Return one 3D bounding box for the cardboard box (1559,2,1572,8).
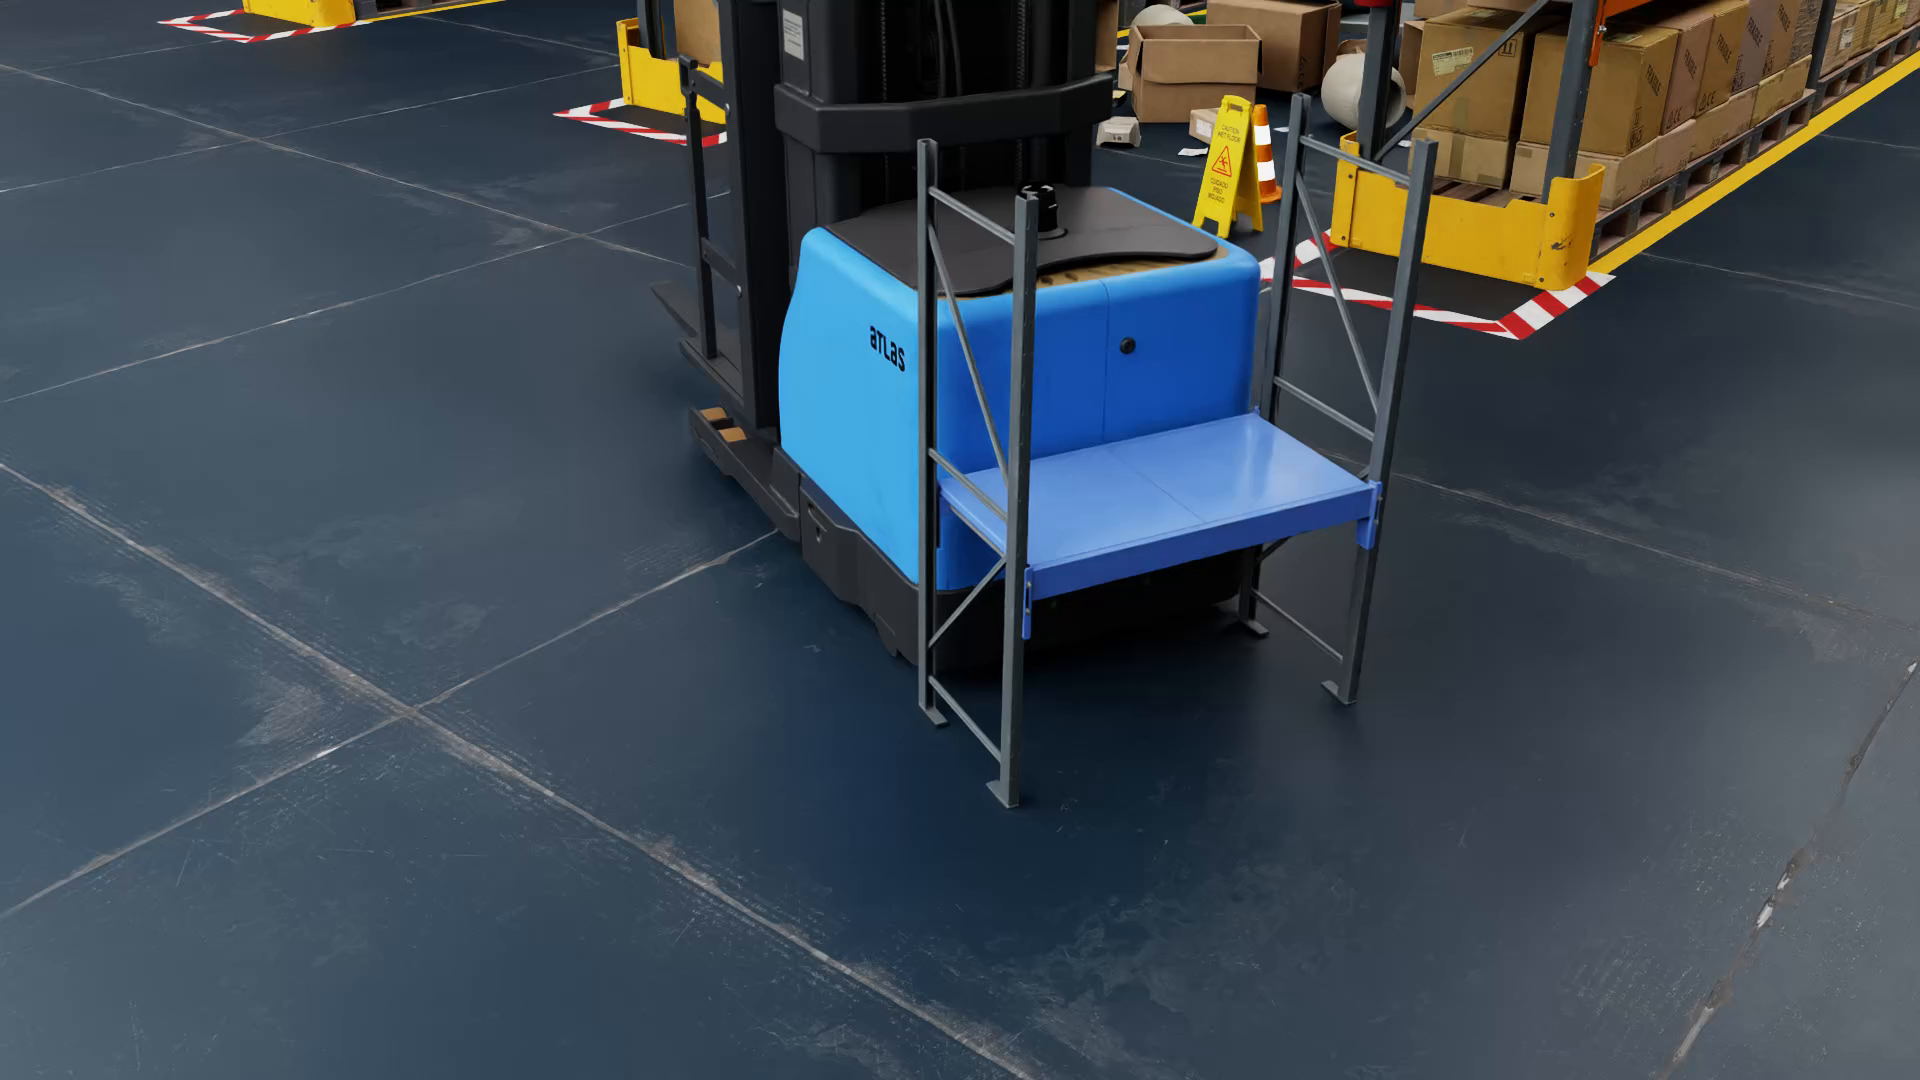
[{"bbox_3d":[2.925,-2.816,8.442,0.380,0.149,0.250,21,34,35],"label":"cardboard box"}]

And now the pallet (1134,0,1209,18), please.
[{"bbox_3d":[1.365,-4.517,13.752,1.003,0.211,1.213,21,34,34],"label":"pallet"}]

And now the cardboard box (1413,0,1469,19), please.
[{"bbox_3d":[3.424,-3.785,11.198,0.500,0.500,0.500,21,34,34],"label":"cardboard box"}]

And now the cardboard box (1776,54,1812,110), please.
[{"bbox_3d":[4.648,-2.726,9.791,0.500,0.250,0.500,23,35,37],"label":"cardboard box"}]

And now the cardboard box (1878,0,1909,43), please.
[{"bbox_3d":[6.044,-3.758,11.653,0.950,0.372,0.625,22,35,36],"label":"cardboard box"}]

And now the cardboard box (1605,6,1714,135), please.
[{"bbox_3d":[3.343,-2.330,8.208,0.500,0.500,0.500,19,33,33],"label":"cardboard box"}]

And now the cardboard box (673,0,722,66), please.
[{"bbox_3d":[-1.231,-3.544,10.692,0.875,0.875,0.875,21,34,35],"label":"cardboard box"}]

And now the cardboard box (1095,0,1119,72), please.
[{"bbox_3d":[0.737,-3.501,11.470,0.500,0.500,0.500,-21,34,-35],"label":"cardboard box"}]

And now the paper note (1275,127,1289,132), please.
[{"bbox_3d":[1.993,-2.481,10.026,0.142,0.019,0.148,-15,31,-27],"label":"paper note"}]

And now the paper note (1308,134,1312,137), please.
[{"bbox_3d":[2.057,-2.397,9.873,0.032,0.001,0.123,21,34,34],"label":"paper note"}]

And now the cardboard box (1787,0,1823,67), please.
[{"bbox_3d":[4.647,-3.059,9.619,0.500,0.500,0.500,20,34,34],"label":"cardboard box"}]

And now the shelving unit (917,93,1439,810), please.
[{"bbox_3d":[0.478,-0.225,4.040,1.048,1.500,0.538,-13,31,-24],"label":"shelving unit"}]

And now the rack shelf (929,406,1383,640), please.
[{"bbox_3d":[0.476,-0.067,4.126,1.000,0.185,0.538,-13,31,-24],"label":"rack shelf"}]

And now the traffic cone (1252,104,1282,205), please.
[{"bbox_3d":[1.550,-2.034,8.678,0.336,0.463,0.334,21,34,34],"label":"traffic cone"}]

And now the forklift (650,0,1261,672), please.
[{"bbox_3d":[-0.293,-1.600,5.154,1.130,2.935,3.031,-13,30,-23],"label":"forklift"}]

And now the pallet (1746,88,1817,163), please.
[{"bbox_3d":[4.417,-2.562,9.973,1.003,0.211,1.213,21,34,34],"label":"pallet"}]

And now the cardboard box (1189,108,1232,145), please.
[{"bbox_3d":[1.547,-2.420,9.765,0.250,0.149,0.380,-10,29,-18],"label":"cardboard box"}]

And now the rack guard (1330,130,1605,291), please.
[{"bbox_3d":[2.320,-1.548,7.698,1.175,0.500,0.348,21,34,34],"label":"rack guard"}]

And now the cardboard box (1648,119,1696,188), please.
[{"bbox_3d":[3.329,-1.980,8.349,0.500,0.250,0.500,22,35,36],"label":"cardboard box"}]

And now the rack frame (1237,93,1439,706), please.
[{"bbox_3d":[0.932,-0.330,4.244,0.032,1.500,0.500,-13,31,-24],"label":"rack frame"}]

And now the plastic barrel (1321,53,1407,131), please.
[{"bbox_3d":[2.418,-2.662,9.934,0.421,0.421,0.512,-5,28,-9],"label":"plastic barrel"}]

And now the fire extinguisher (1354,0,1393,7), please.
[{"bbox_3d":[1.844,-2.691,7.271,0.296,0.674,0.183,21,34,34],"label":"fire extinguisher"}]

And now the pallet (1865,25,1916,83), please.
[{"bbox_3d":[6.086,-3.522,11.828,1.003,0.211,1.213,21,34,34],"label":"pallet"}]

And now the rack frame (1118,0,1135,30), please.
[{"bbox_3d":[0.933,-5.460,12.540,1.000,3.000,0.127,21,34,34],"label":"rack frame"}]

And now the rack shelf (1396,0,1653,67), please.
[{"bbox_3d":[3.544,-3.021,8.607,1.077,0.370,4.000,21,34,34],"label":"rack shelf"}]

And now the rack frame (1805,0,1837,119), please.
[{"bbox_3d":[4.816,-4.049,9.813,1.000,3.000,0.127,21,34,34],"label":"rack frame"}]

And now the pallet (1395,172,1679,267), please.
[{"bbox_3d":[2.865,-1.697,8.301,1.003,0.211,1.213,21,34,34],"label":"pallet"}]

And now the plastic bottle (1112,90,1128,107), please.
[{"bbox_3d":[0.991,-2.843,10.679,0.133,0.061,0.283,9,29,17],"label":"plastic bottle"}]

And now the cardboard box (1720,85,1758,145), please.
[{"bbox_3d":[3.990,-2.356,9.075,0.500,0.250,0.500,21,34,35],"label":"cardboard box"}]

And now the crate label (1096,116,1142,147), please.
[{"bbox_3d":[0.930,-2.390,9.721,0.250,0.136,0.298,4,28,8],"label":"crate label"}]

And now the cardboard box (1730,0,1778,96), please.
[{"bbox_3d":[4.001,-2.697,8.919,0.500,0.500,0.500,23,35,37],"label":"cardboard box"}]

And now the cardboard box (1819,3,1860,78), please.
[{"bbox_3d":[5.148,-3.255,10.681,0.950,0.372,0.625,21,34,35],"label":"cardboard box"}]

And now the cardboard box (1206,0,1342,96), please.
[{"bbox_3d":[2.024,-3.279,10.893,0.797,0.637,0.503,21,34,34],"label":"cardboard box"}]

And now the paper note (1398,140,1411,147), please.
[{"bbox_3d":[2.612,-2.321,9.704,0.142,0.019,0.148,9,29,17],"label":"paper note"}]

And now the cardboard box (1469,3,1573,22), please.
[{"bbox_3d":[2.910,-2.476,8.490,0.500,0.500,0.500,22,35,36],"label":"cardboard box"}]
